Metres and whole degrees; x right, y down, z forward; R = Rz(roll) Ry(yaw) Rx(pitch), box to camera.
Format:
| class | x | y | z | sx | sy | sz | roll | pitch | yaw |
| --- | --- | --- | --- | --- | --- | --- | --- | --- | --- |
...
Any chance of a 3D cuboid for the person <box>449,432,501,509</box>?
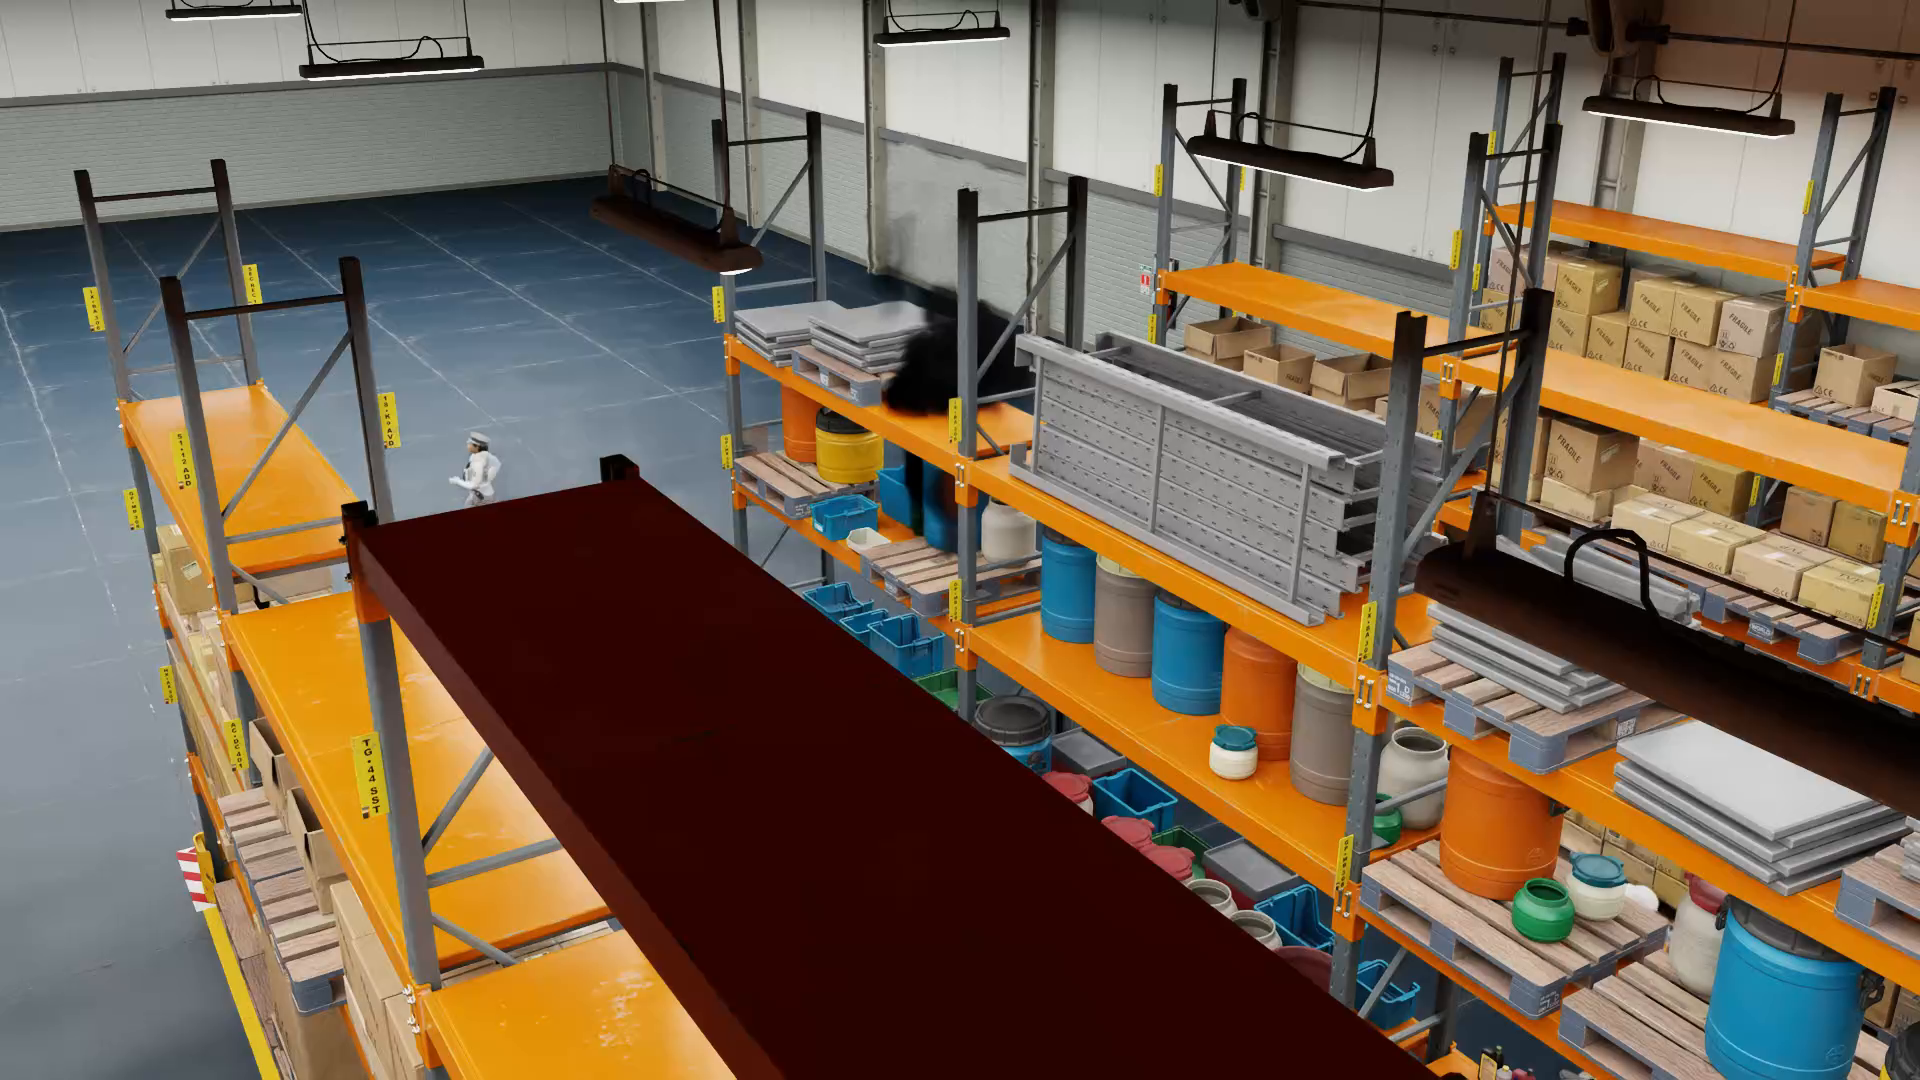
| class | x | y | z | sx | sy | sz | roll | pitch | yaw |
| --- | --- | --- | --- | --- | --- | --- | --- | --- | --- |
| person | -5.875 | -0.508 | 20.402 | 0.707 | 1.730 | 0.577 | -6 | 23 | -15 |

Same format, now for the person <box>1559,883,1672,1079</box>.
| class | x | y | z | sx | sy | sz | roll | pitch | yaw |
| --- | --- | --- | --- | --- | --- | --- | --- | --- | --- |
| person | 4.529 | 3.116 | 11.269 | 0.657 | 1.755 | 0.760 | -16 | 27 | -34 |
